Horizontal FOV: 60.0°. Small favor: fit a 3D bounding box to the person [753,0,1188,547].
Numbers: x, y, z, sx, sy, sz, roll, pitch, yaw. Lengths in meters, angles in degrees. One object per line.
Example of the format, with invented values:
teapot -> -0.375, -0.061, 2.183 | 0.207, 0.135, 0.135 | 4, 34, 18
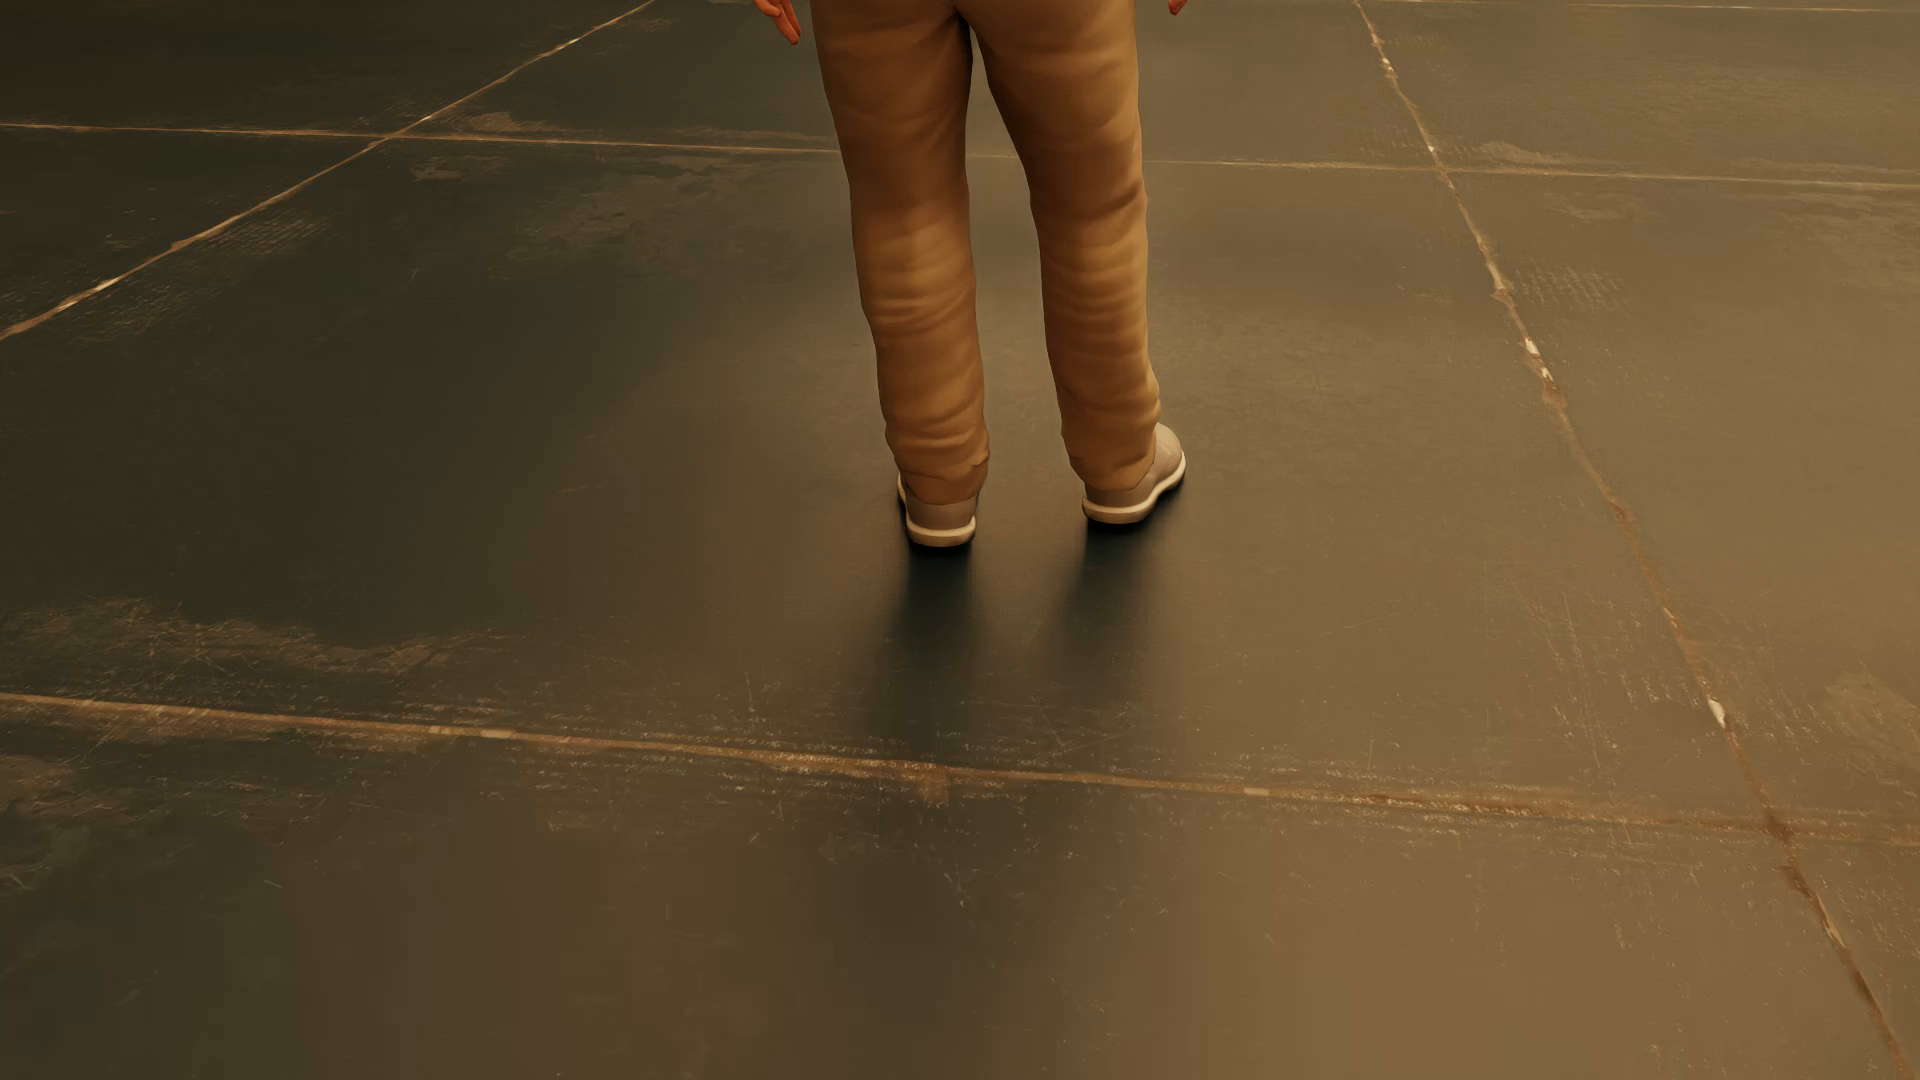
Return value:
person -> 0.024, -0.819, 2.189 | 0.640, 1.727, 0.551 | 3, 27, 7
